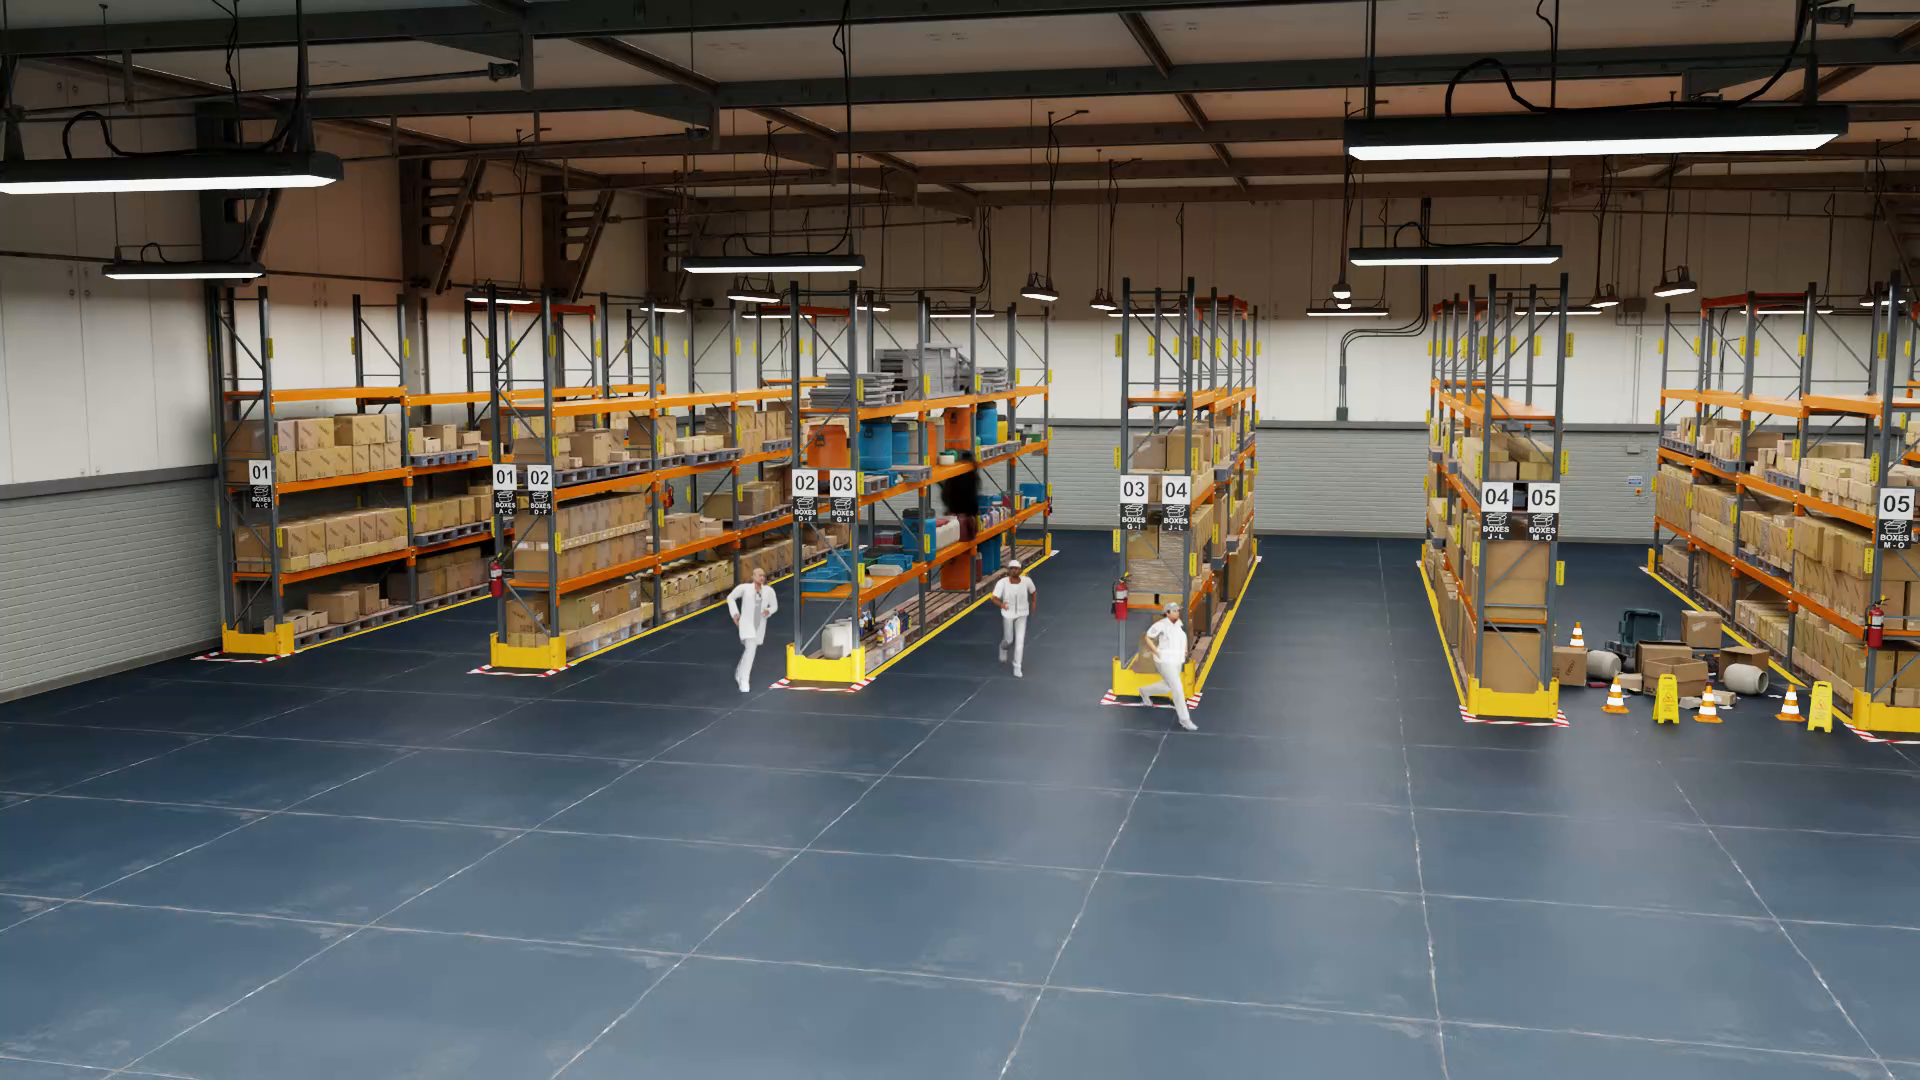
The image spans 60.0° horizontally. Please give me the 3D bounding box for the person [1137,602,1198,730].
[{"bbox_3d":[2.788,1.655,22.287,1.069,1.685,0.578,6,9,42],"label":"person"}]

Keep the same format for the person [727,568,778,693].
[{"bbox_3d":[-3.046,1.321,24.643,0.678,1.820,0.762,-4,8,-33],"label":"person"}]

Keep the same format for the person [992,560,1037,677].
[{"bbox_3d":[0.851,1.179,25.784,0.710,1.766,0.934,0,7,-3],"label":"person"}]
